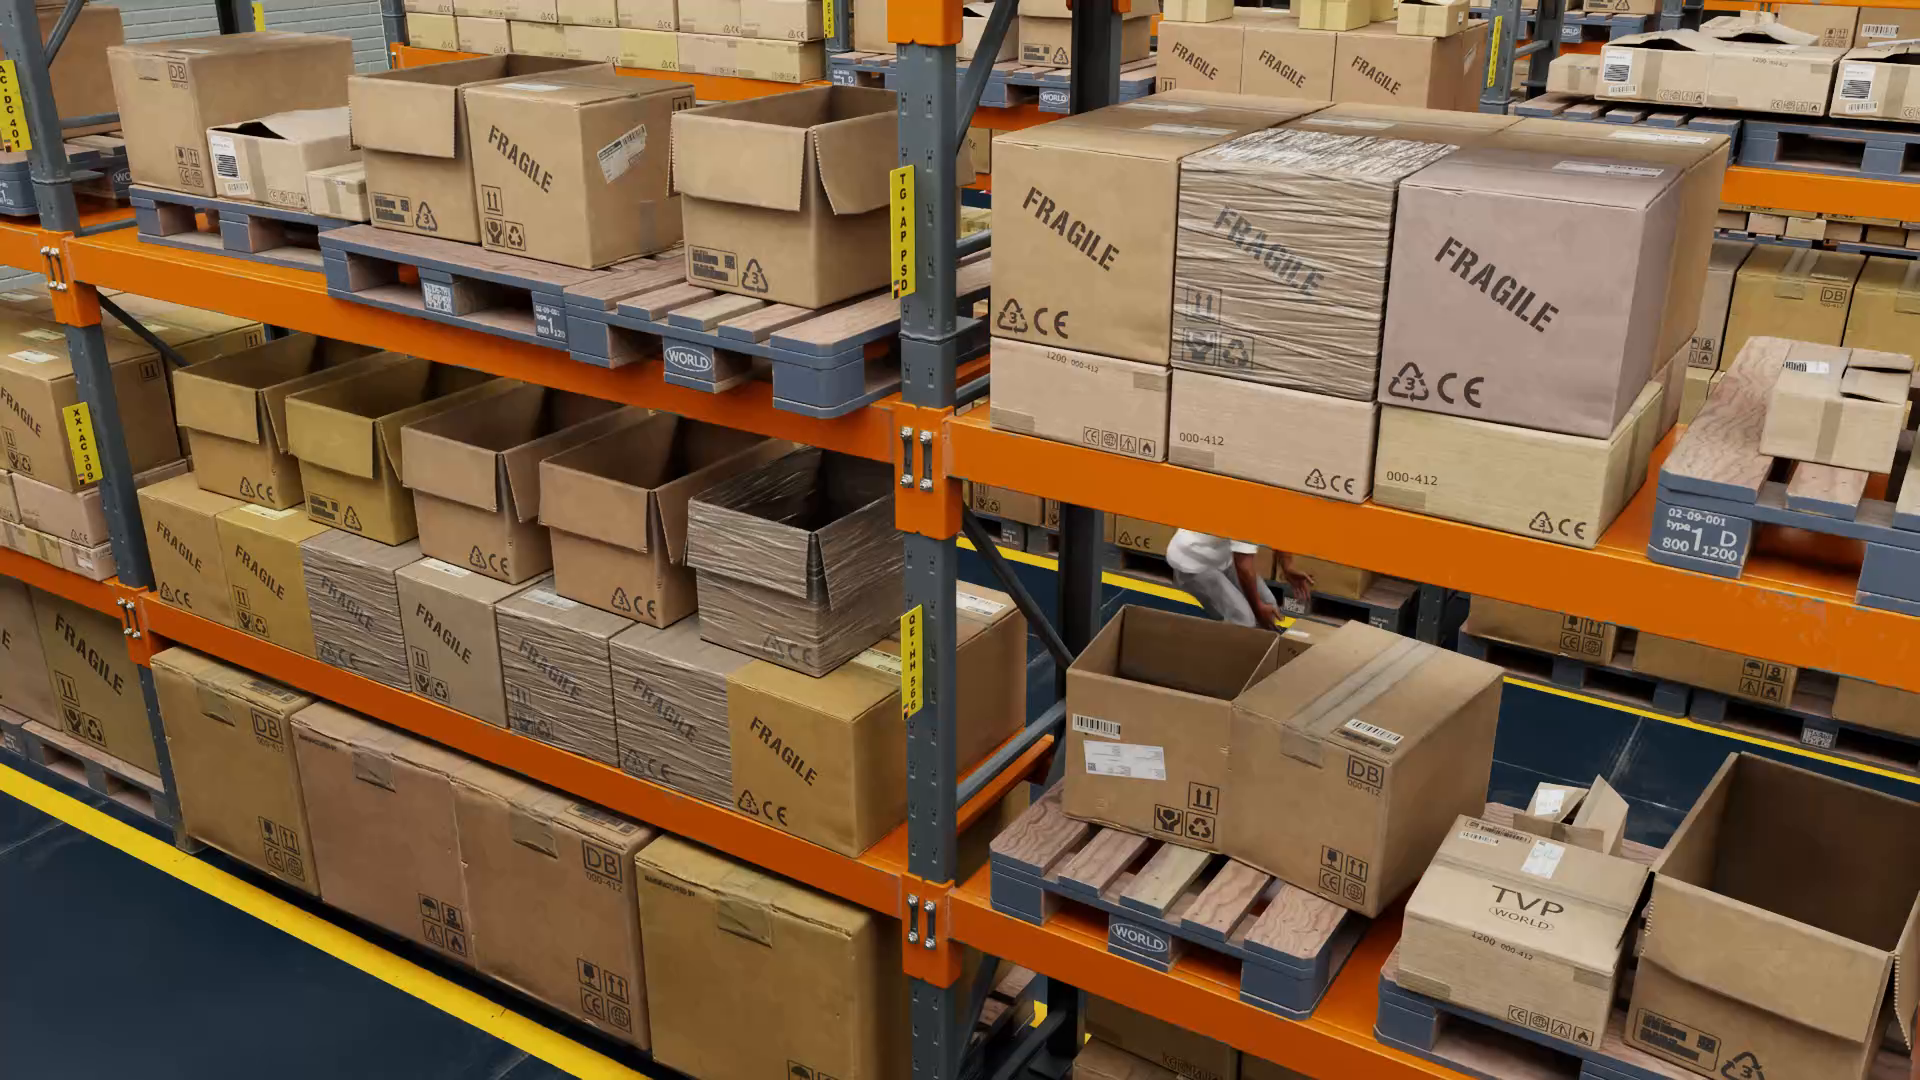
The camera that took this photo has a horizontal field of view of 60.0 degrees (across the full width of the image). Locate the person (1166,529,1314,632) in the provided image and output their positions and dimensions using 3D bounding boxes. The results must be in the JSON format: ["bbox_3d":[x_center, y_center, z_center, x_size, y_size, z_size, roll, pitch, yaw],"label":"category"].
[{"bbox_3d":[1.481,0.145,8.687,0.762,1.405,0.632,13,26,29],"label":"person"}]
